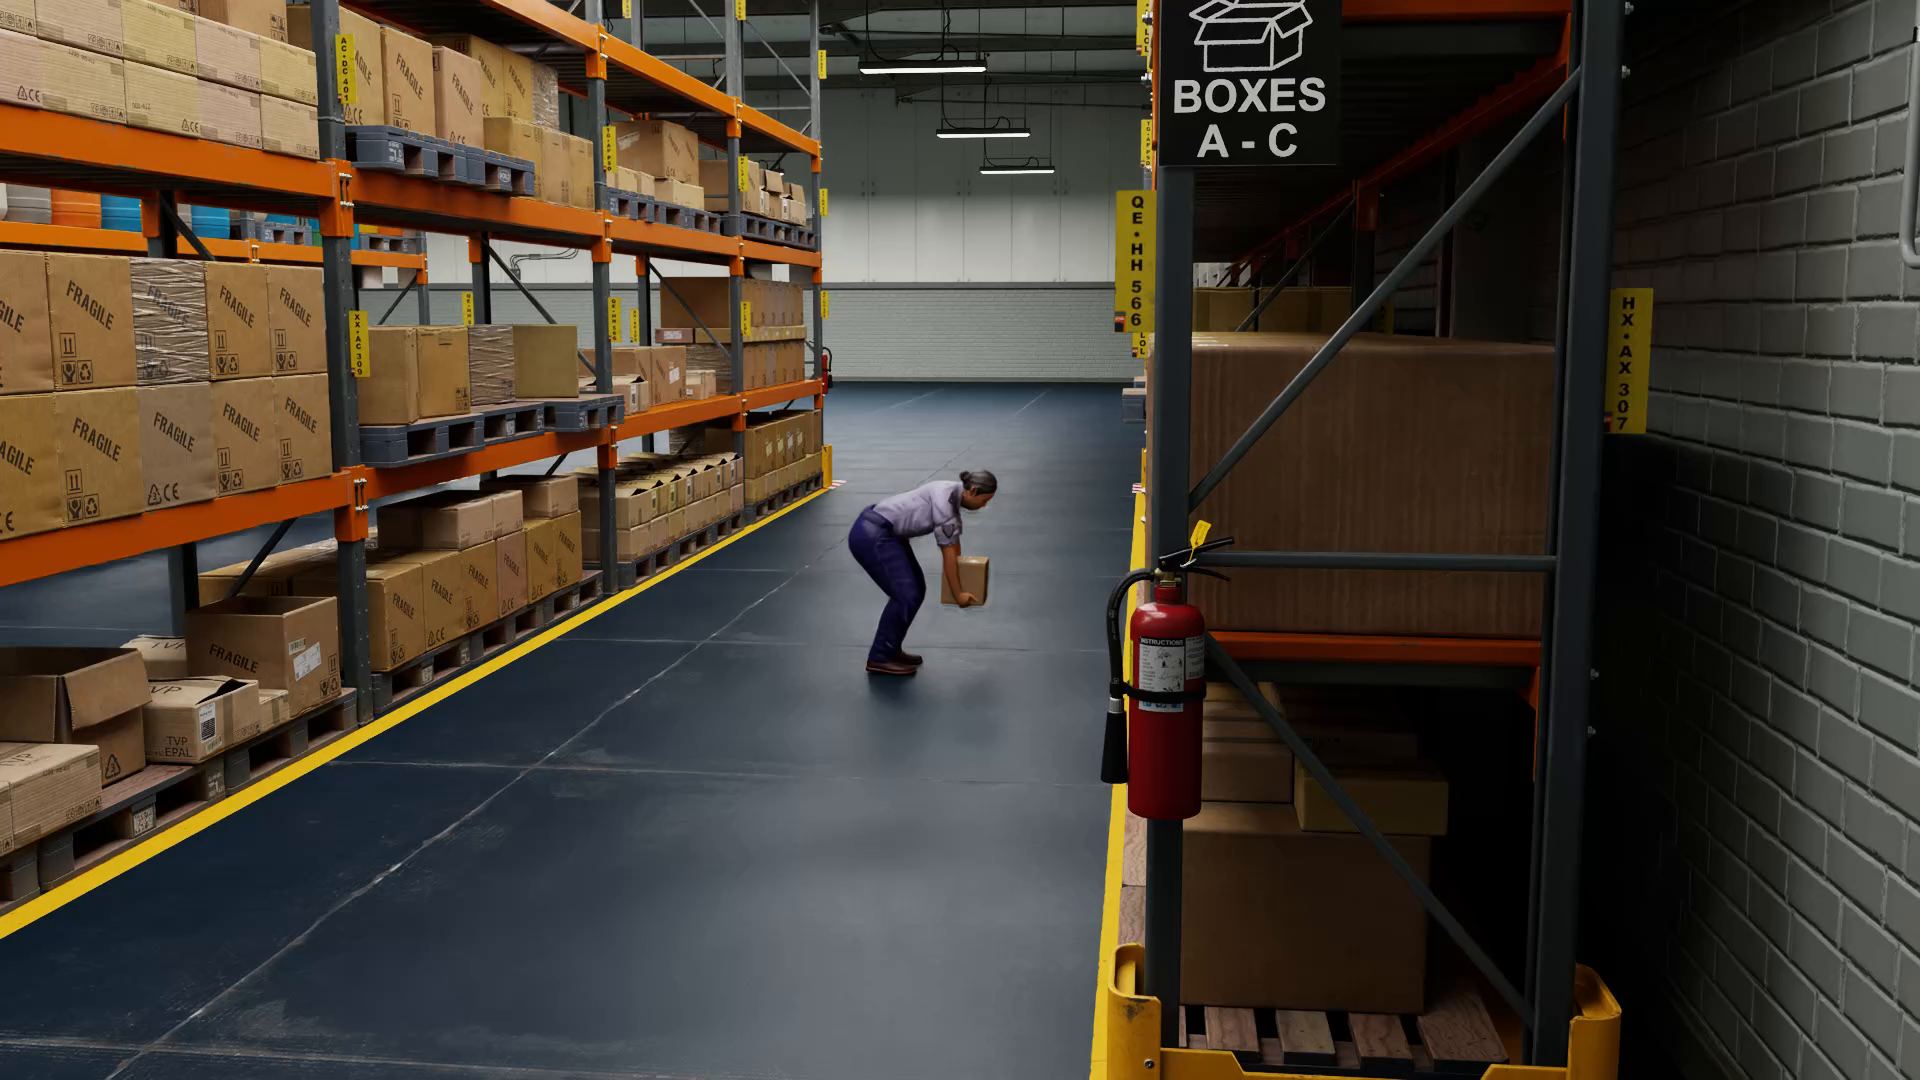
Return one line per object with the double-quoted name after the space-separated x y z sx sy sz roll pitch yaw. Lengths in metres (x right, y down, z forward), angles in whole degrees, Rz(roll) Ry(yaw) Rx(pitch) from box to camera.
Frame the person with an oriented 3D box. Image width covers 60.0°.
-0.216 0.176 9.768 0.862 1.193 0.485 1 8 4 "person"
